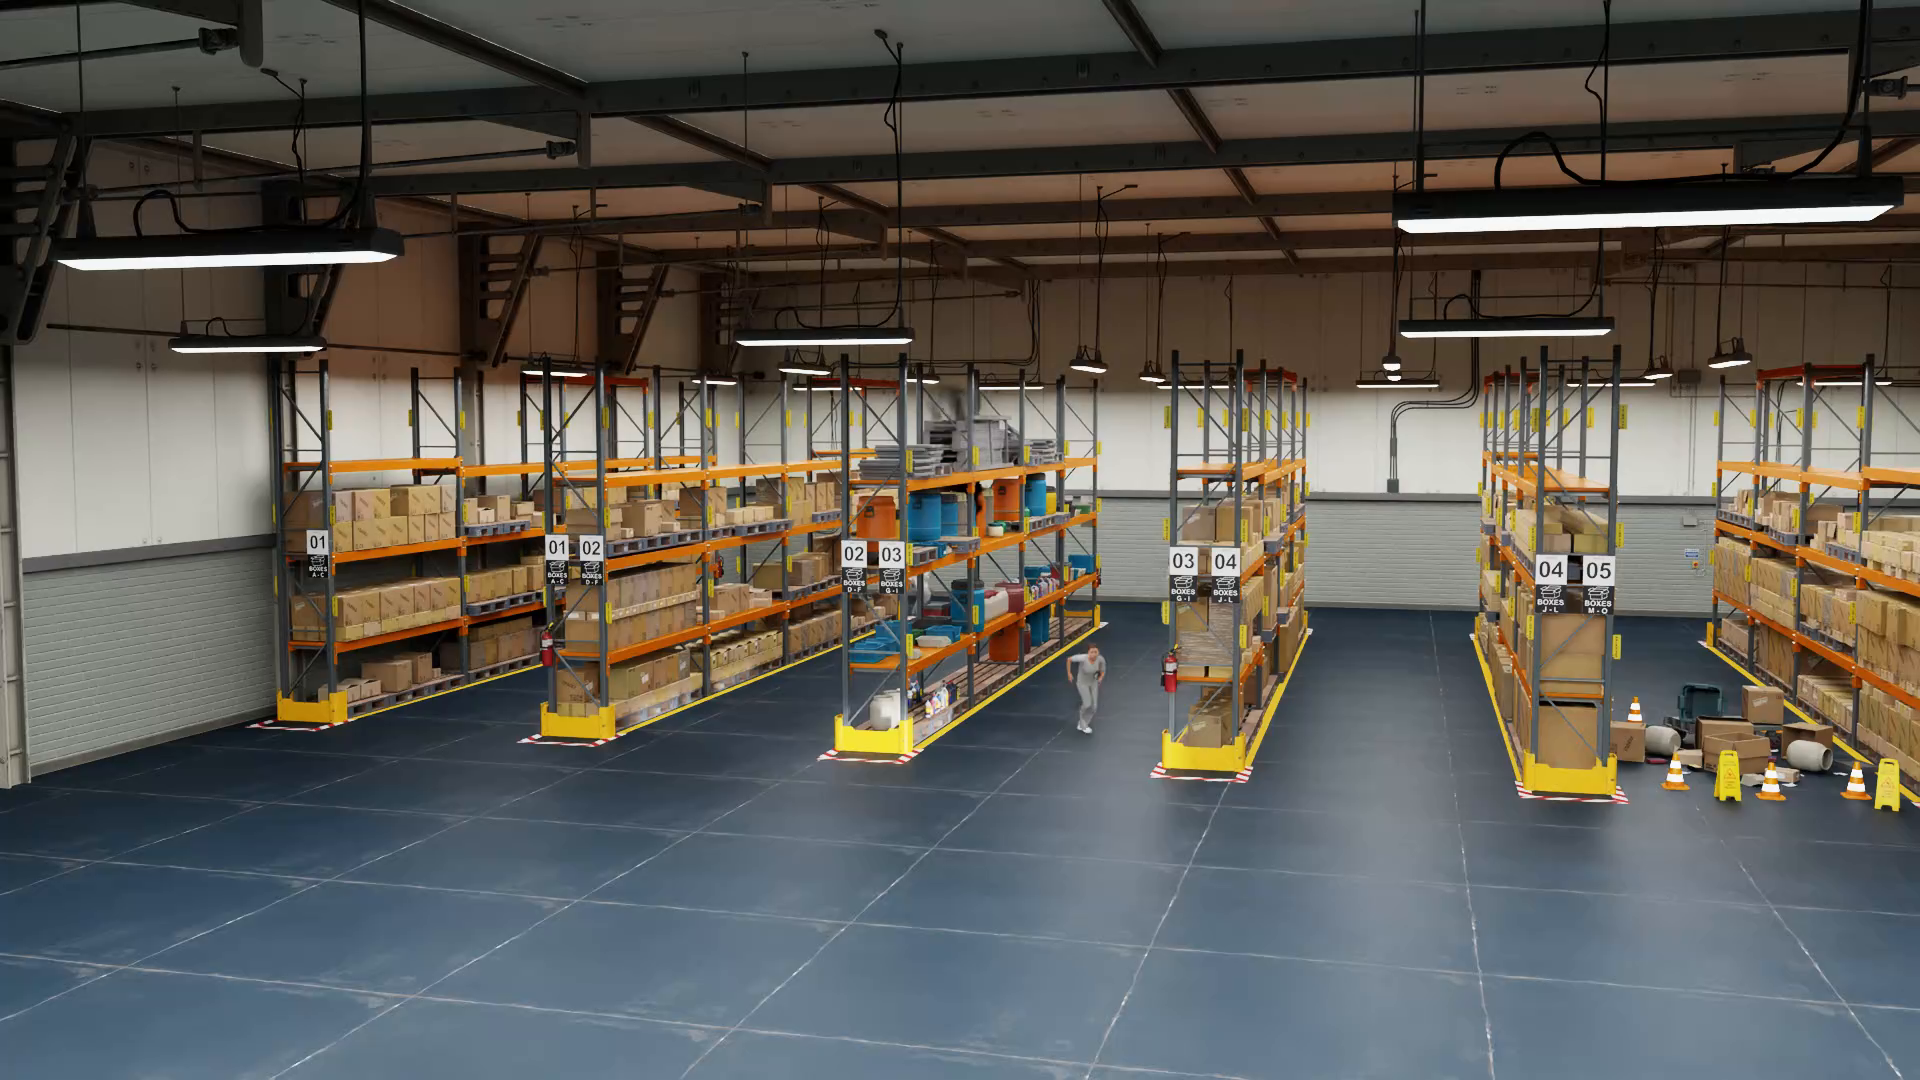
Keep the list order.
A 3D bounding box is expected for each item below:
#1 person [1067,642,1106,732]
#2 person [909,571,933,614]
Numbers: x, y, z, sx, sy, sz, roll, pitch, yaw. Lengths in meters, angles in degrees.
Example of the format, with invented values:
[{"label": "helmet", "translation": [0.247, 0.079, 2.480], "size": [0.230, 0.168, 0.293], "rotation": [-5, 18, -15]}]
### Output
[{"label": "person", "translation": [2.007, 2.352, 26.465], "size": [0.591, 1.503, 0.819], "rotation": [-1, 4, -13]}, {"label": "person", "translation": [-1.023, 1.107, 42.428], "size": [0.658, 1.777, 0.758], "rotation": [2, 5, 27]}]
